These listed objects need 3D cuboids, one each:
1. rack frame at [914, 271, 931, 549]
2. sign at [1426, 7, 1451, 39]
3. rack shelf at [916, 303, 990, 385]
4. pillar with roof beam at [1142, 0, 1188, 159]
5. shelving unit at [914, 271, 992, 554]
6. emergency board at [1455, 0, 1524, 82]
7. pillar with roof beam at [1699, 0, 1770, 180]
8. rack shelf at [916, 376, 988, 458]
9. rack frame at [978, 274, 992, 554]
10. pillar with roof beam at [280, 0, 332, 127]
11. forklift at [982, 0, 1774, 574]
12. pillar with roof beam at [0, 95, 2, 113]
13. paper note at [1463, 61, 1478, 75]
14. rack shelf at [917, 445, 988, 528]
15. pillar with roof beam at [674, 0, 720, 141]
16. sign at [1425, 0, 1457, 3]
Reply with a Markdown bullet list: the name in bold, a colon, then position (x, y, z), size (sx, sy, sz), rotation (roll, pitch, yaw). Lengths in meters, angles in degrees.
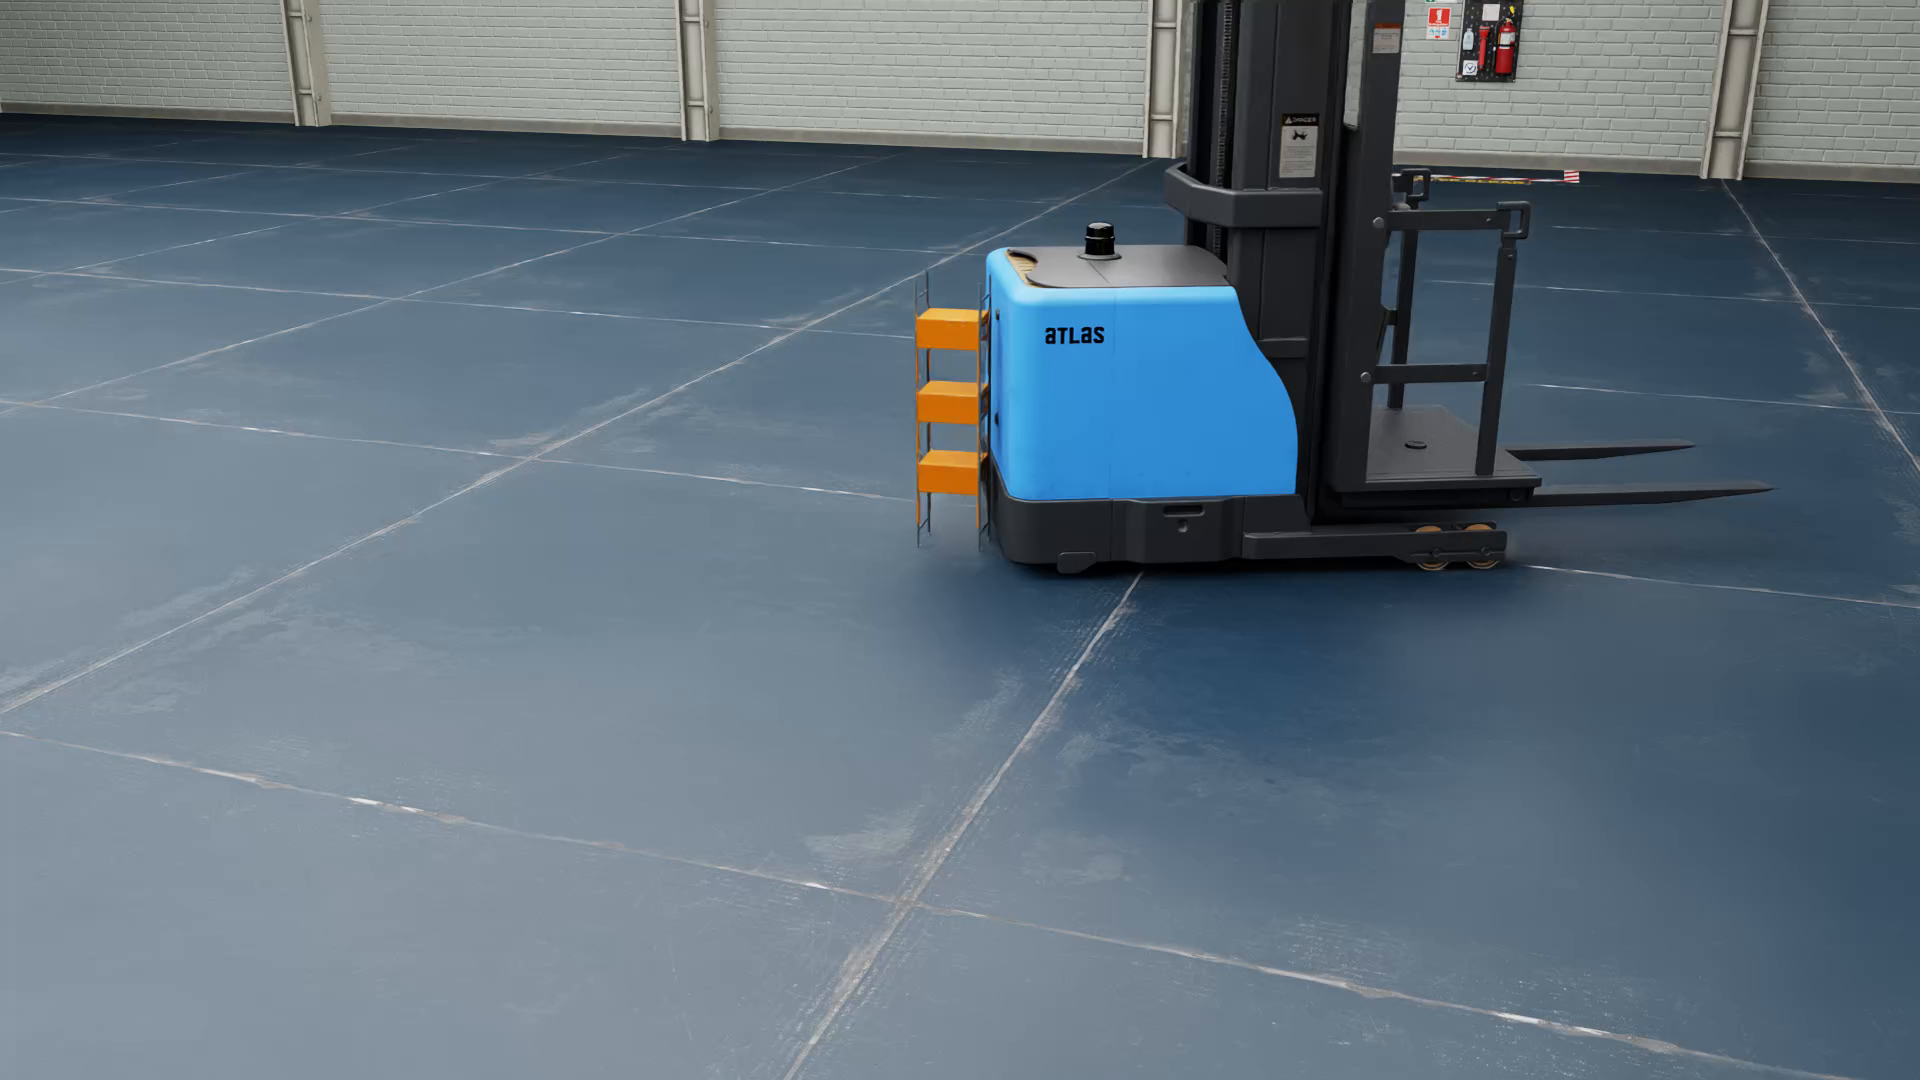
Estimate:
- **rack frame**: position (-0.144, -0.491, 6.390), size (0.008, 1.050, 0.200), rotation (4, 20, 12)
- **sign**: position (5.214, -5.629, 18.114), size (0.234, 0.329, 0.001), rotation (7, 20, 18)
- **rack shelf**: position (-0.025, -0.740, 6.274), size (0.240, 0.259, 0.215), rotation (4, 20, 12)
- **pillar with roof beam**: position (0.944, -7.384, 14.088), size (0.400, 9.000, 9.100), rotation (7, 20, 18)
- **shelving unit**: position (-0.025, -0.482, 6.364), size (0.252, 1.050, 0.215), rotation (4, 20, 12)
- **emergency board**: position (5.703, -5.520, 17.856), size (0.643, 1.169, 0.194), rotation (7, 20, 18)
- **pillar with roof beam**: position (6.612, -6.736, 12.229), size (0.400, 9.000, 9.100), rotation (7, 20, 18)
- **rack shelf**: position (-0.025, -0.472, 6.368), size (0.240, 0.259, 0.215), rotation (4, 20, 12)
- **rack frame**: position (0.094, -0.473, 6.339), size (0.008, 1.050, 0.200), rotation (4, 20, 12)
- **pillar with roof beam**: position (-10.391, -8.680, 17.807), size (0.400, 9.000, 9.100), rotation (7, 20, 18)
- **forklift**: position (1.638, -1.441, 6.256), size (3.031, 2.935, 1.130), rotation (-2, 19, -5)
- **pillar with roof beam**: position (-16.059, -9.328, 19.666), size (0.400, 9.000, 9.100), rotation (7, 20, 18)
- **paper note**: position (5.558, -5.145, 18.118), size (0.142, 0.148, 0.016), rotation (7, 20, 18)
- **rack shelf**: position (-0.025, -0.210, 6.459), size (0.240, 0.259, 0.215), rotation (4, 20, 12)
- **pillar with roof beam**: position (-4.724, -8.032, 15.948), size (0.400, 9.000, 9.100), rotation (7, 20, 18)
- **sign**: position (5.216, -5.876, 18.017), size (0.331, 0.109, 0.001), rotation (7, 20, 18)
